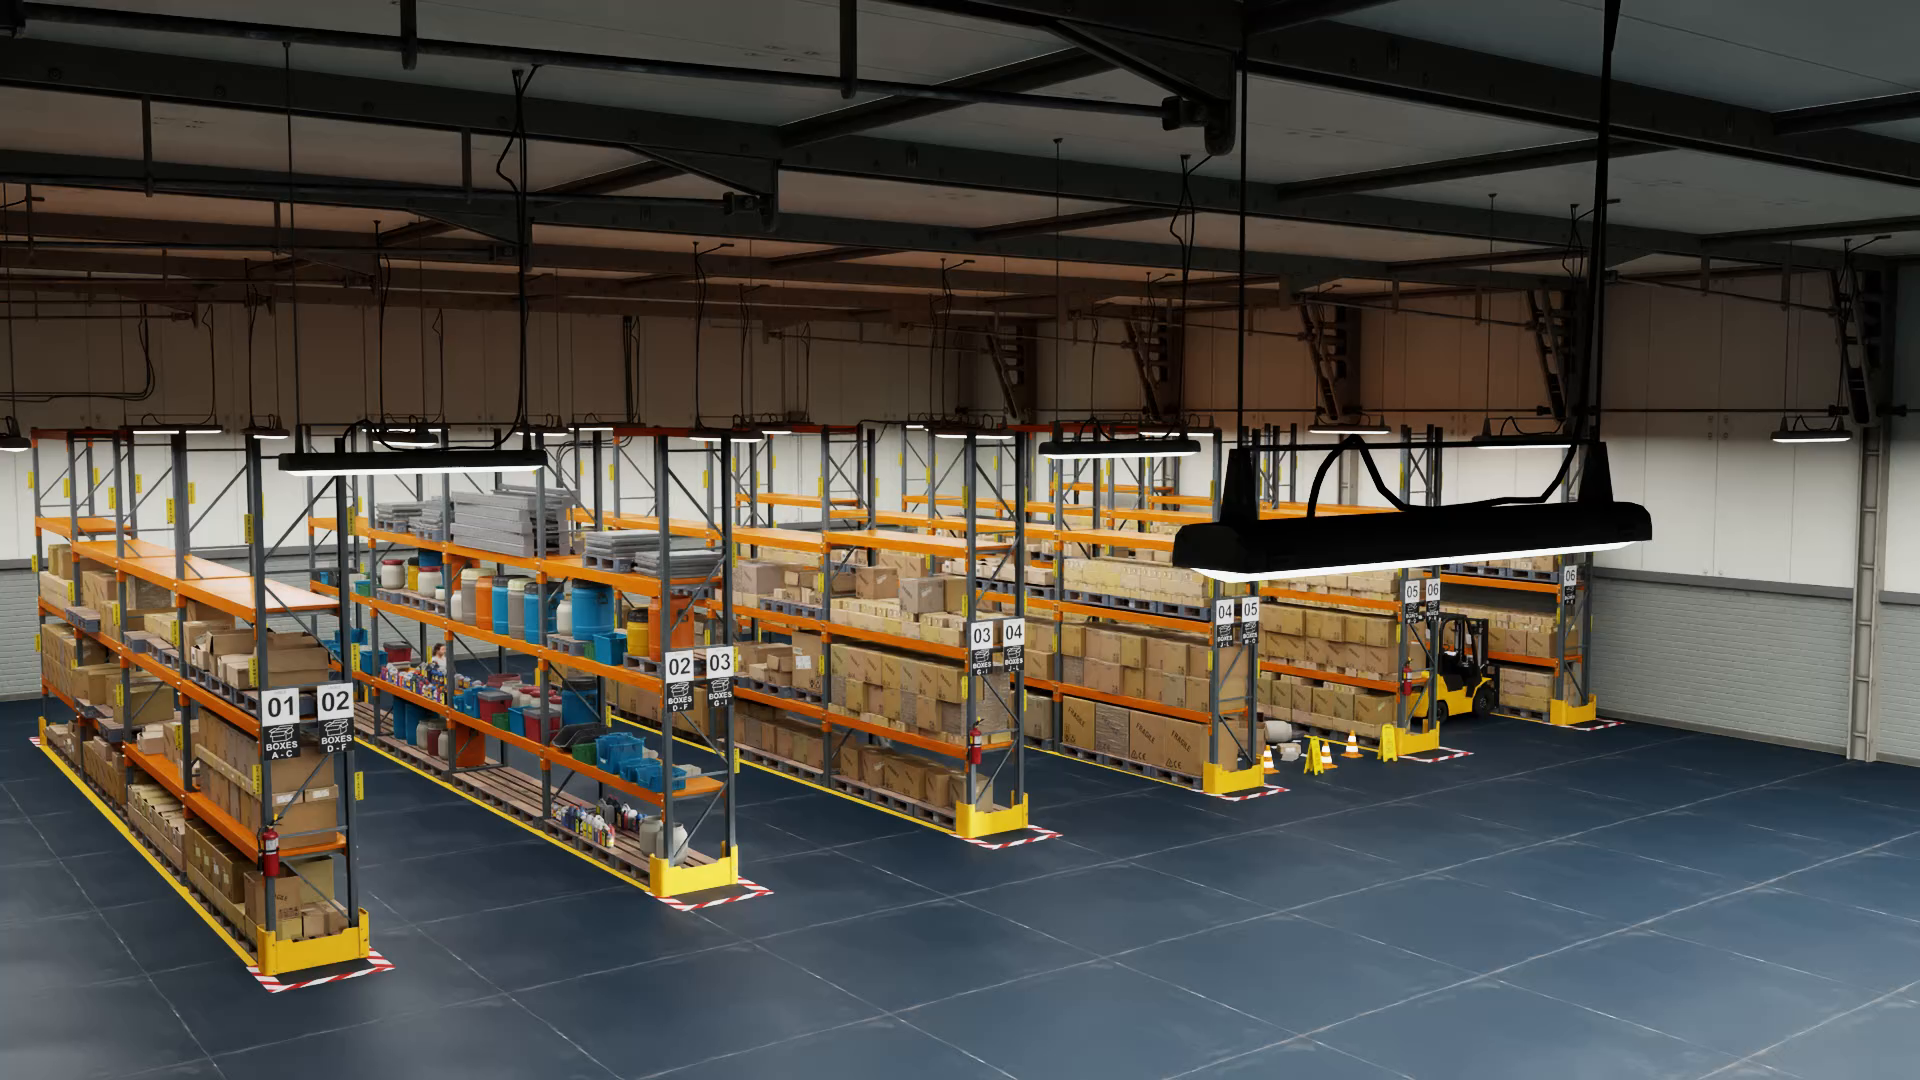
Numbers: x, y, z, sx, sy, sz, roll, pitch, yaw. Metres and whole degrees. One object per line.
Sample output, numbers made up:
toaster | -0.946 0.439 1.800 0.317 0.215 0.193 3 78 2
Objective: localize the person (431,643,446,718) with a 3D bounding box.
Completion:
person | -10.419 2.886 33.314 0.765 1.665 0.551 2 5 27

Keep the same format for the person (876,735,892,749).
person | -1.493 3.041 30.579 0.548 1.762 0.541 -2 5 -22
